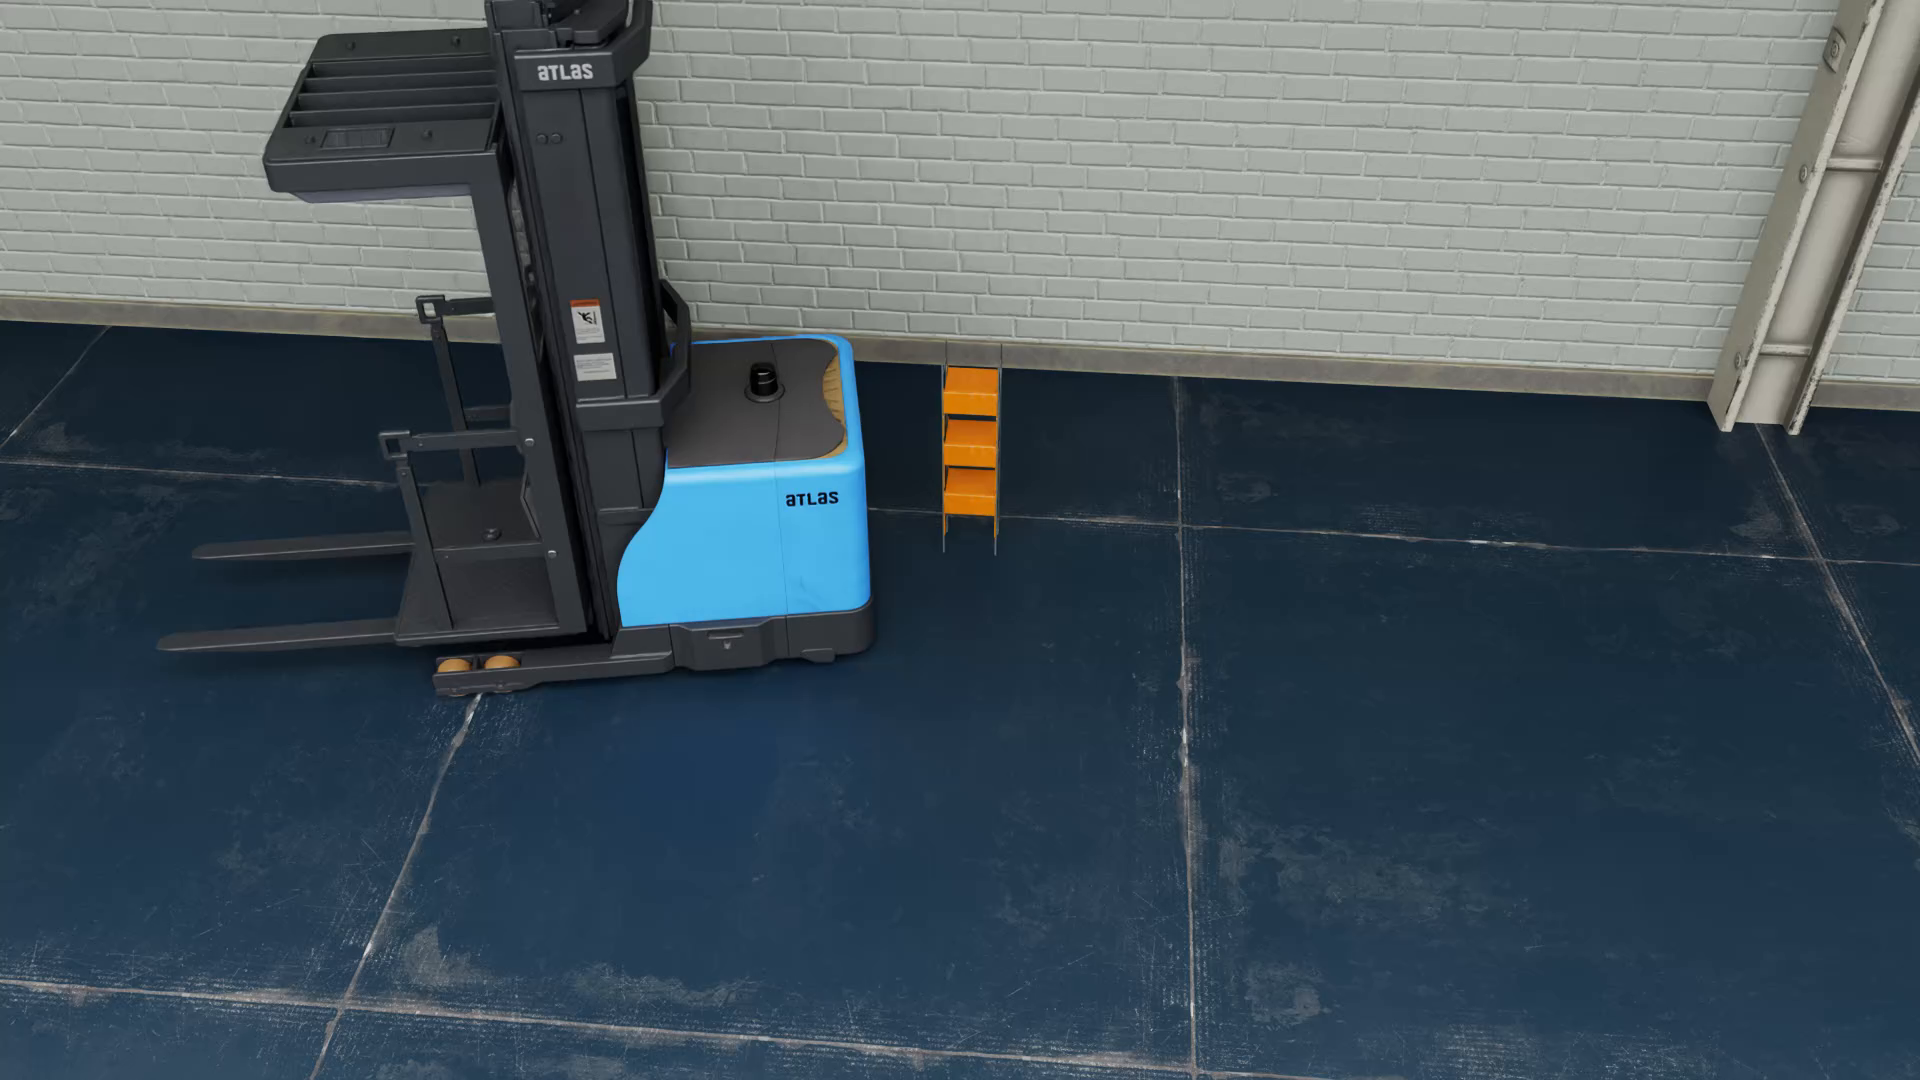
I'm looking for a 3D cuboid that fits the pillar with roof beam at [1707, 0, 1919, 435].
[{"bbox_3d":[3.780,-1.434,2.553,0.400,9.000,9.100,3,39,4],"label":"pillar with roof beam"}]

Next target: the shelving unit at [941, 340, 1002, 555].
[{"bbox_3d":[0.053,-0.404,7.585,0.252,1.050,0.215,3,39,4],"label":"shelving unit"}]

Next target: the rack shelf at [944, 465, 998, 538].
[{"bbox_3d":[0.053,-0.180,7.768,0.240,0.259,0.215,3,39,4],"label":"rack shelf"}]

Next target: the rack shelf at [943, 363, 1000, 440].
[{"bbox_3d":[0.053,-0.616,7.413,0.240,0.259,0.215,3,39,4],"label":"rack shelf"}]

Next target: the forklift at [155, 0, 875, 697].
[{"bbox_3d":[-1.923,-0.821,6.607,3.031,2.935,1.130,-4,39,-5],"label":"forklift"}]

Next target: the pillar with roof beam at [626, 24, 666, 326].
[{"bbox_3d":[-2.198,-1.761,2.955,0.400,9.000,9.100,3,39,4],"label":"pillar with roof beam"}]

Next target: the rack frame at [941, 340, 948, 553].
[{"bbox_3d":[-0.068,-0.411,7.594,0.008,1.050,0.200,3,39,4],"label":"rack frame"}]

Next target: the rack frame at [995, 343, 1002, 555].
[{"bbox_3d":[0.175,-0.398,7.577,0.008,1.050,0.200,3,39,4],"label":"rack frame"}]

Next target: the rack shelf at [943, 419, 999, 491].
[{"bbox_3d":[0.053,-0.396,7.592,0.240,0.259,0.215,3,39,4],"label":"rack shelf"}]
